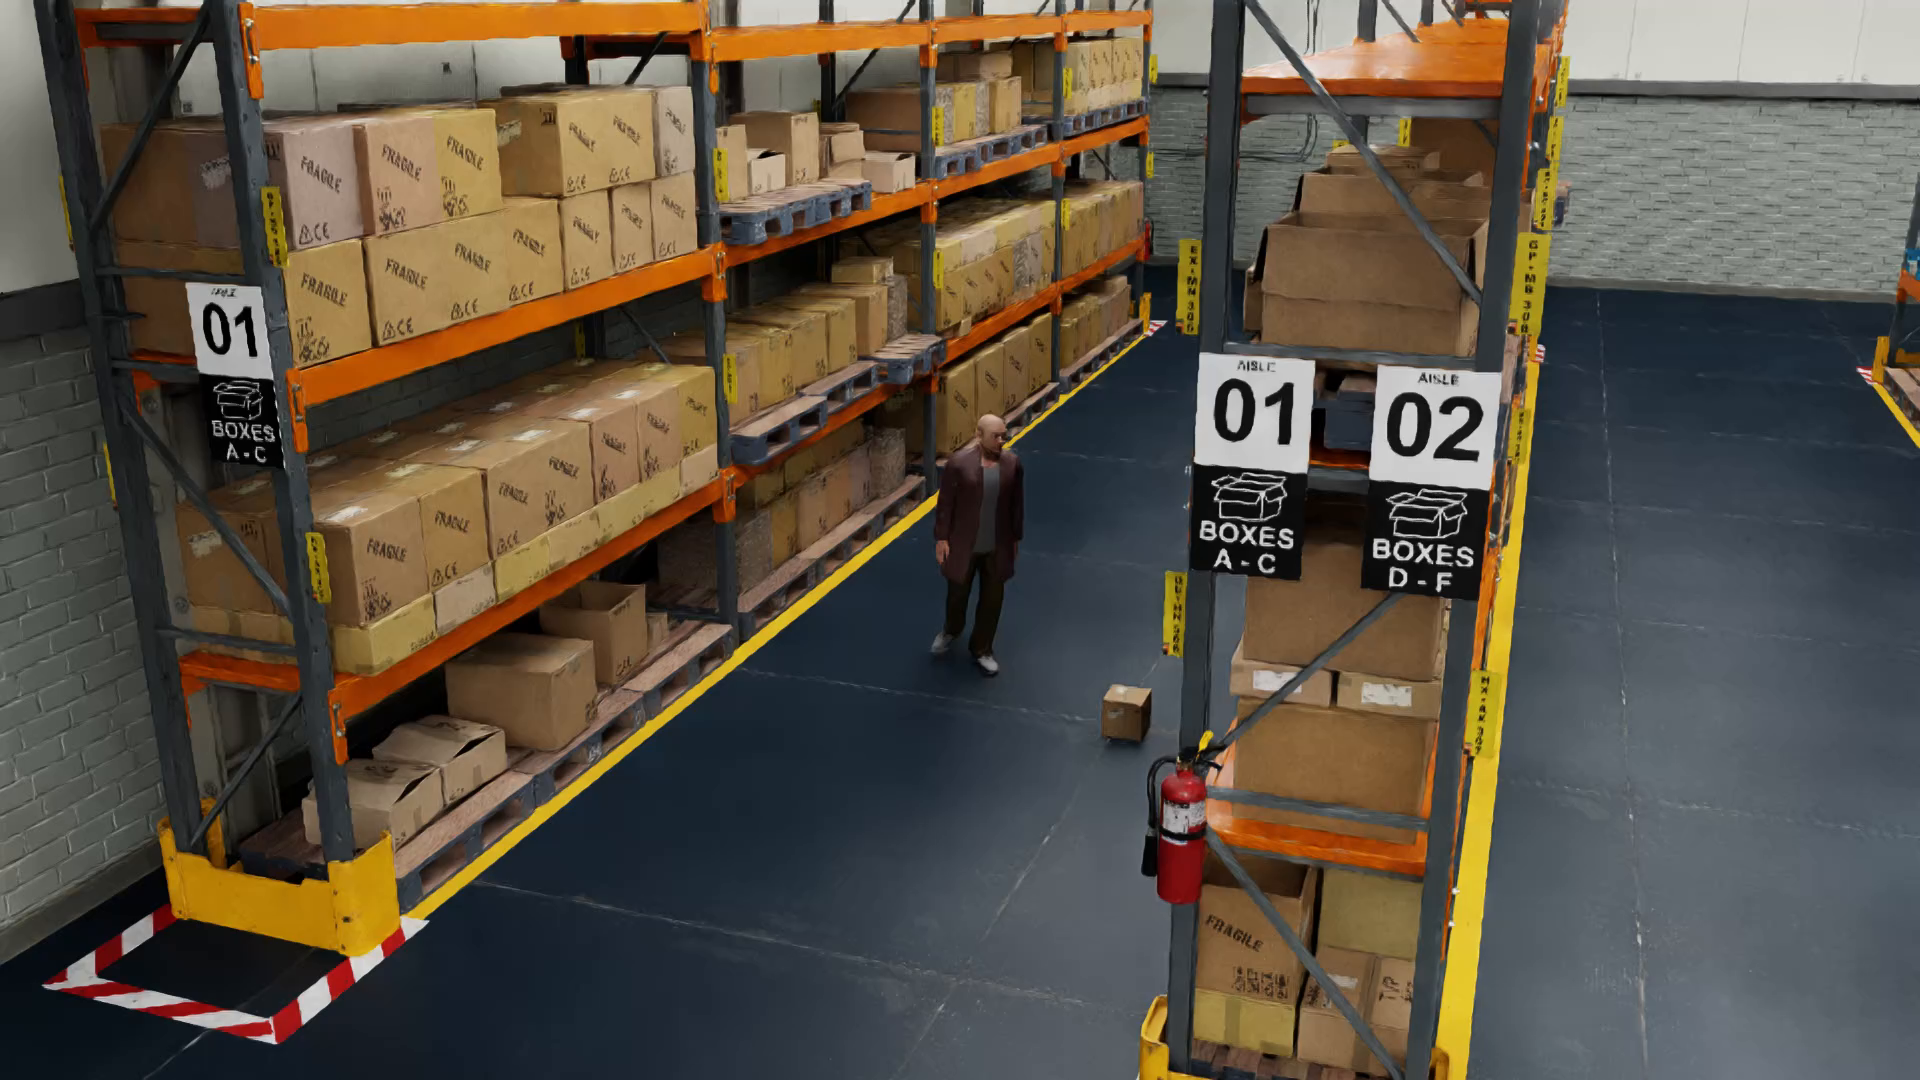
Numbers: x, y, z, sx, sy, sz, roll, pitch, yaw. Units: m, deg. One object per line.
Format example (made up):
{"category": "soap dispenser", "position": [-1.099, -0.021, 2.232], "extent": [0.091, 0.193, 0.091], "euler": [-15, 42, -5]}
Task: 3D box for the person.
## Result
{"category": "person", "position": [0.113, -0.008, 11.103], "extent": [0.621, 1.770, 0.599], "euler": [-4, 19, -12]}
